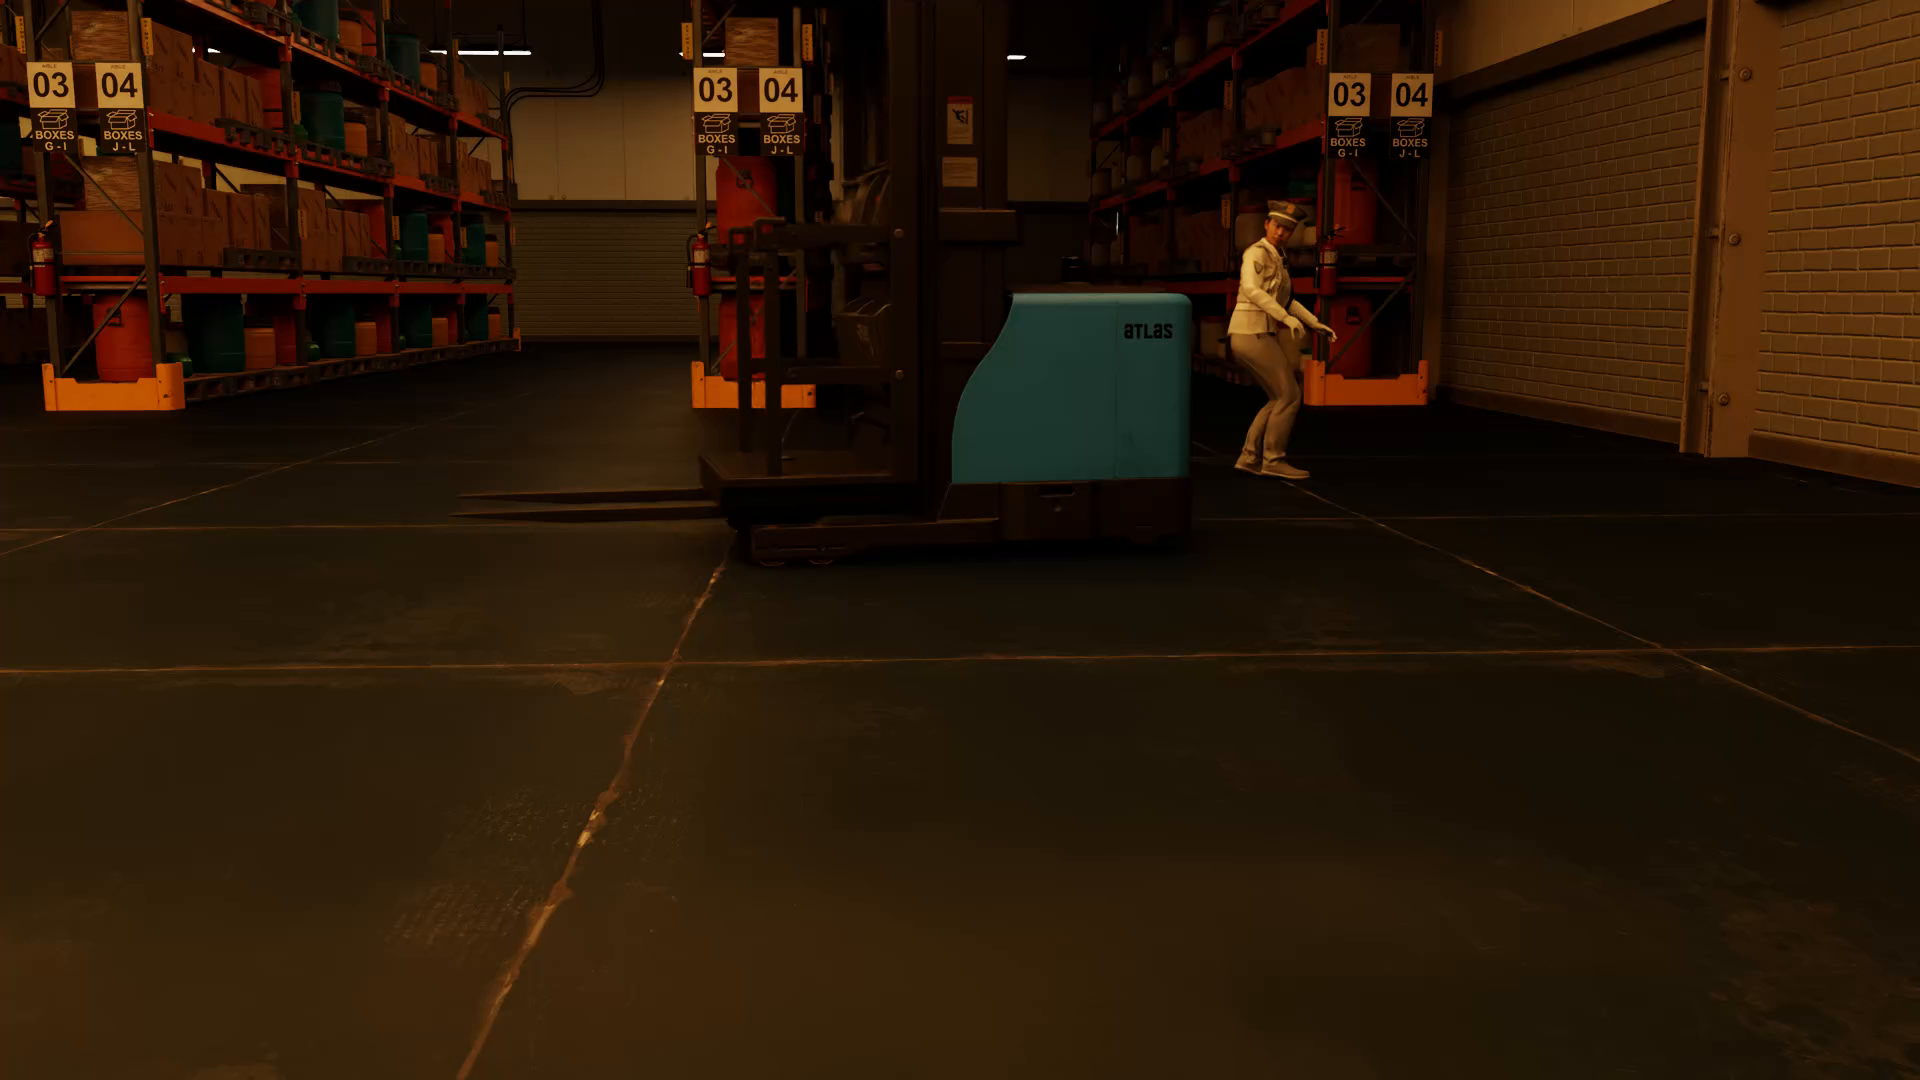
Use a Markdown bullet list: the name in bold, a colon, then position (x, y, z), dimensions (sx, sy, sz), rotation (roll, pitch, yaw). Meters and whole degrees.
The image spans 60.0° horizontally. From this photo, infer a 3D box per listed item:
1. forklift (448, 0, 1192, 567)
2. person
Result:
- **forklift**: position (-0.593, -1.427, 6.940), dimensions (3.031, 2.935, 1.130), rotation (-2, 9, -14)
- **person**: position (1.870, -1.144, 9.664), dimensions (0.624, 1.628, 0.729), rotation (2, 9, 13)
